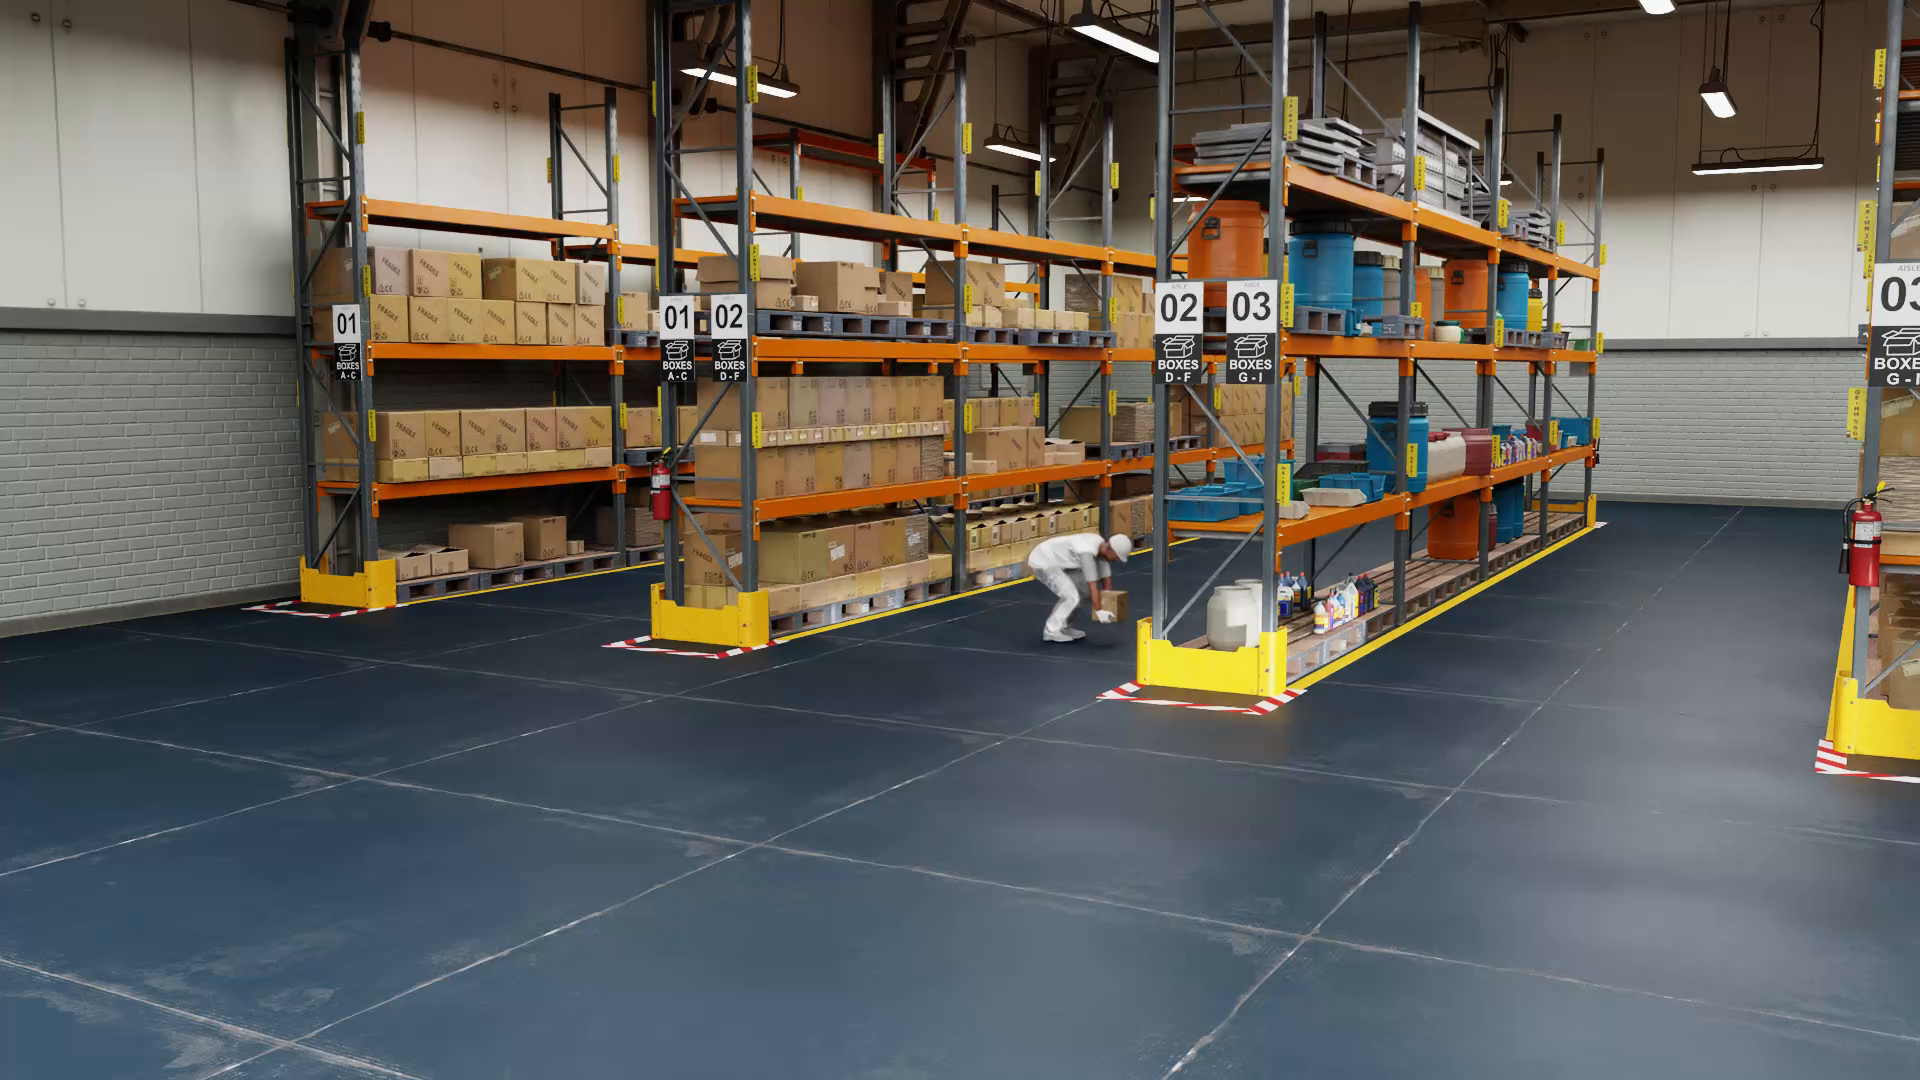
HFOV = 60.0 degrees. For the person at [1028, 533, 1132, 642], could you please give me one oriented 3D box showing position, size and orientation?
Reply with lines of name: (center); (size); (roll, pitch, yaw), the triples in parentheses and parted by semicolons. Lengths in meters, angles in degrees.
person: (1.125, 0.435, 15.495); (0.976, 1.017, 0.548); (3, 7, 26)
